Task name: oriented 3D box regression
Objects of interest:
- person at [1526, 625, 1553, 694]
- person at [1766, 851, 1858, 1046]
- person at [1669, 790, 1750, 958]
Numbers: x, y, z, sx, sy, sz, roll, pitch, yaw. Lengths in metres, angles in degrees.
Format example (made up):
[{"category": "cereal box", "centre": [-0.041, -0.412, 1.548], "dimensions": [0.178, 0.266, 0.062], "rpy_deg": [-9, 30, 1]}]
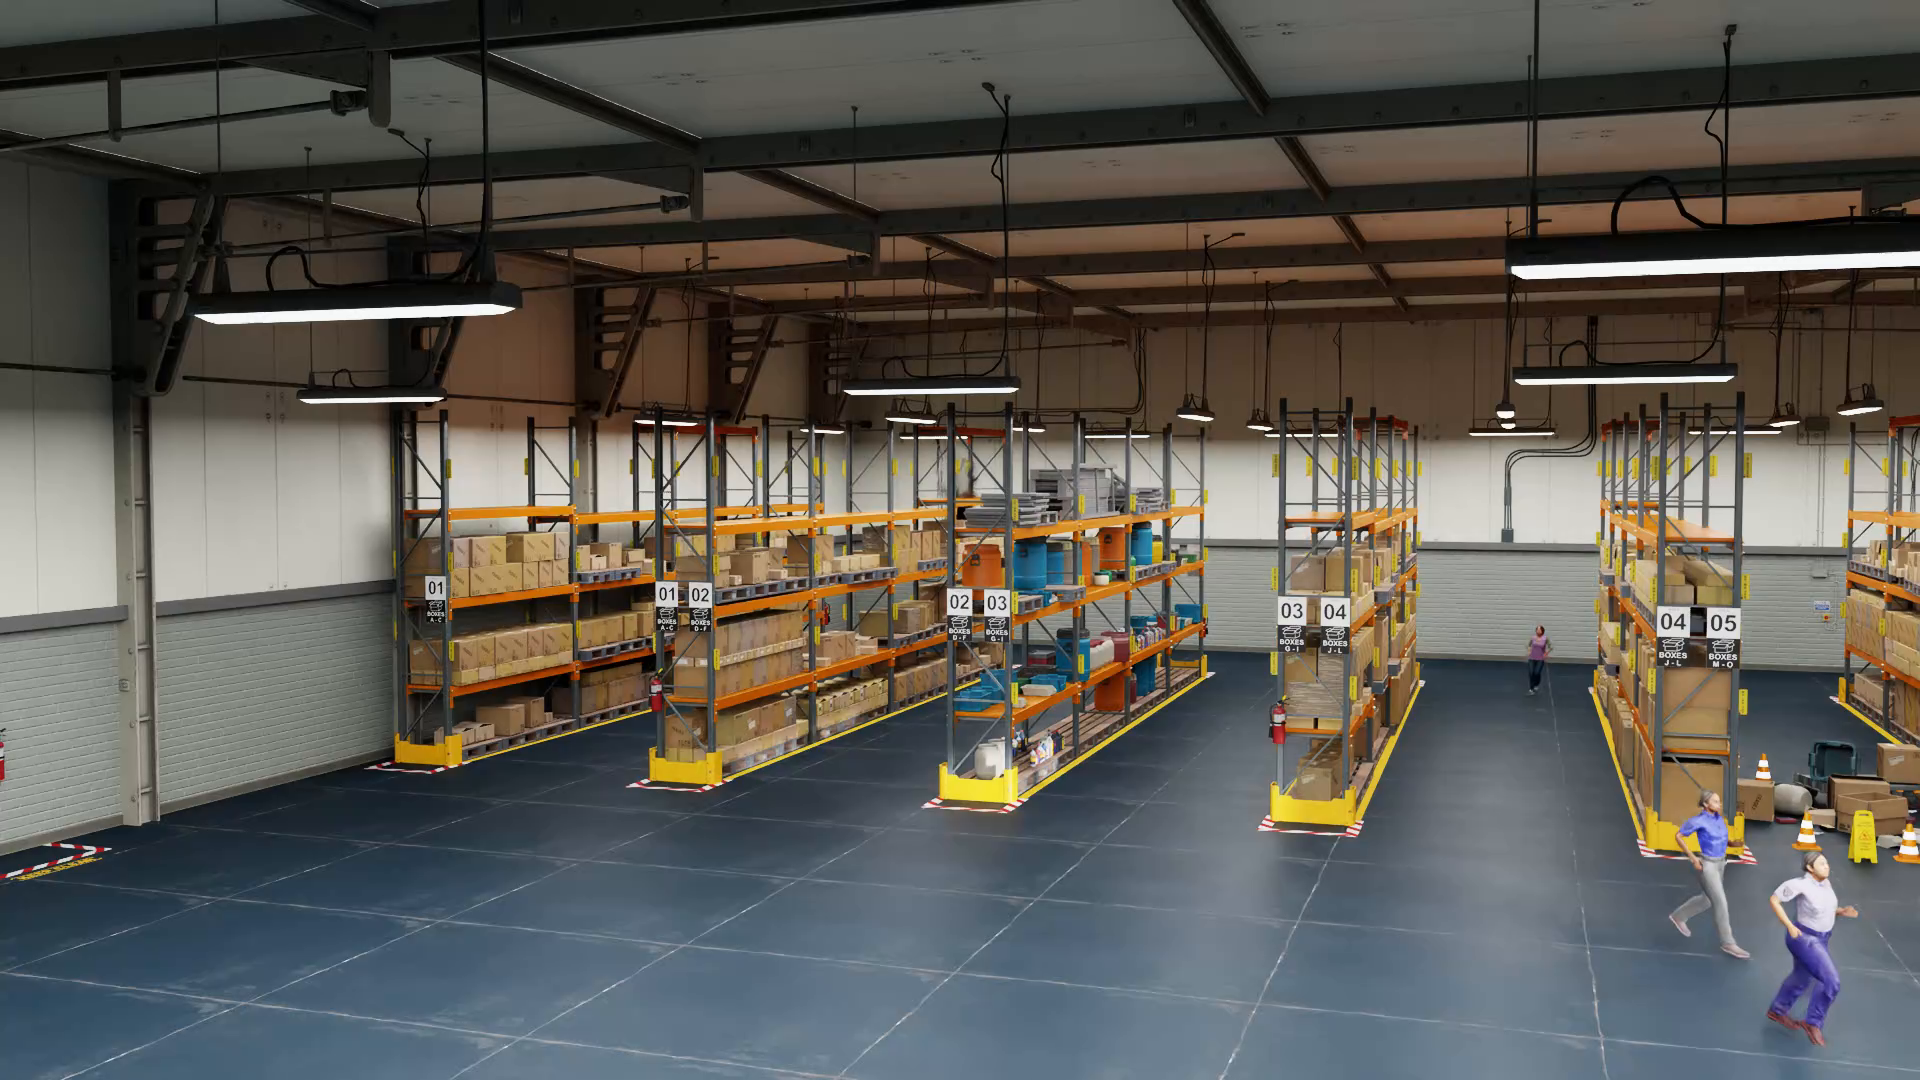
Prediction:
[{"category": "person", "centre": [12.728, 2.650, 36.629], "dimensions": [0.547, 1.552, 0.579], "rpy_deg": [2, 3, 33]}, {"category": "person", "centre": [7.495, 3.574, 14.625], "dimensions": [0.572, 1.707, 0.705], "rpy_deg": [-2, 3, -41]}, {"category": "person", "centre": [7.773, 3.419, 17.240], "dimensions": [0.574, 1.629, 0.921], "rpy_deg": [-2, 3, -37]}]
